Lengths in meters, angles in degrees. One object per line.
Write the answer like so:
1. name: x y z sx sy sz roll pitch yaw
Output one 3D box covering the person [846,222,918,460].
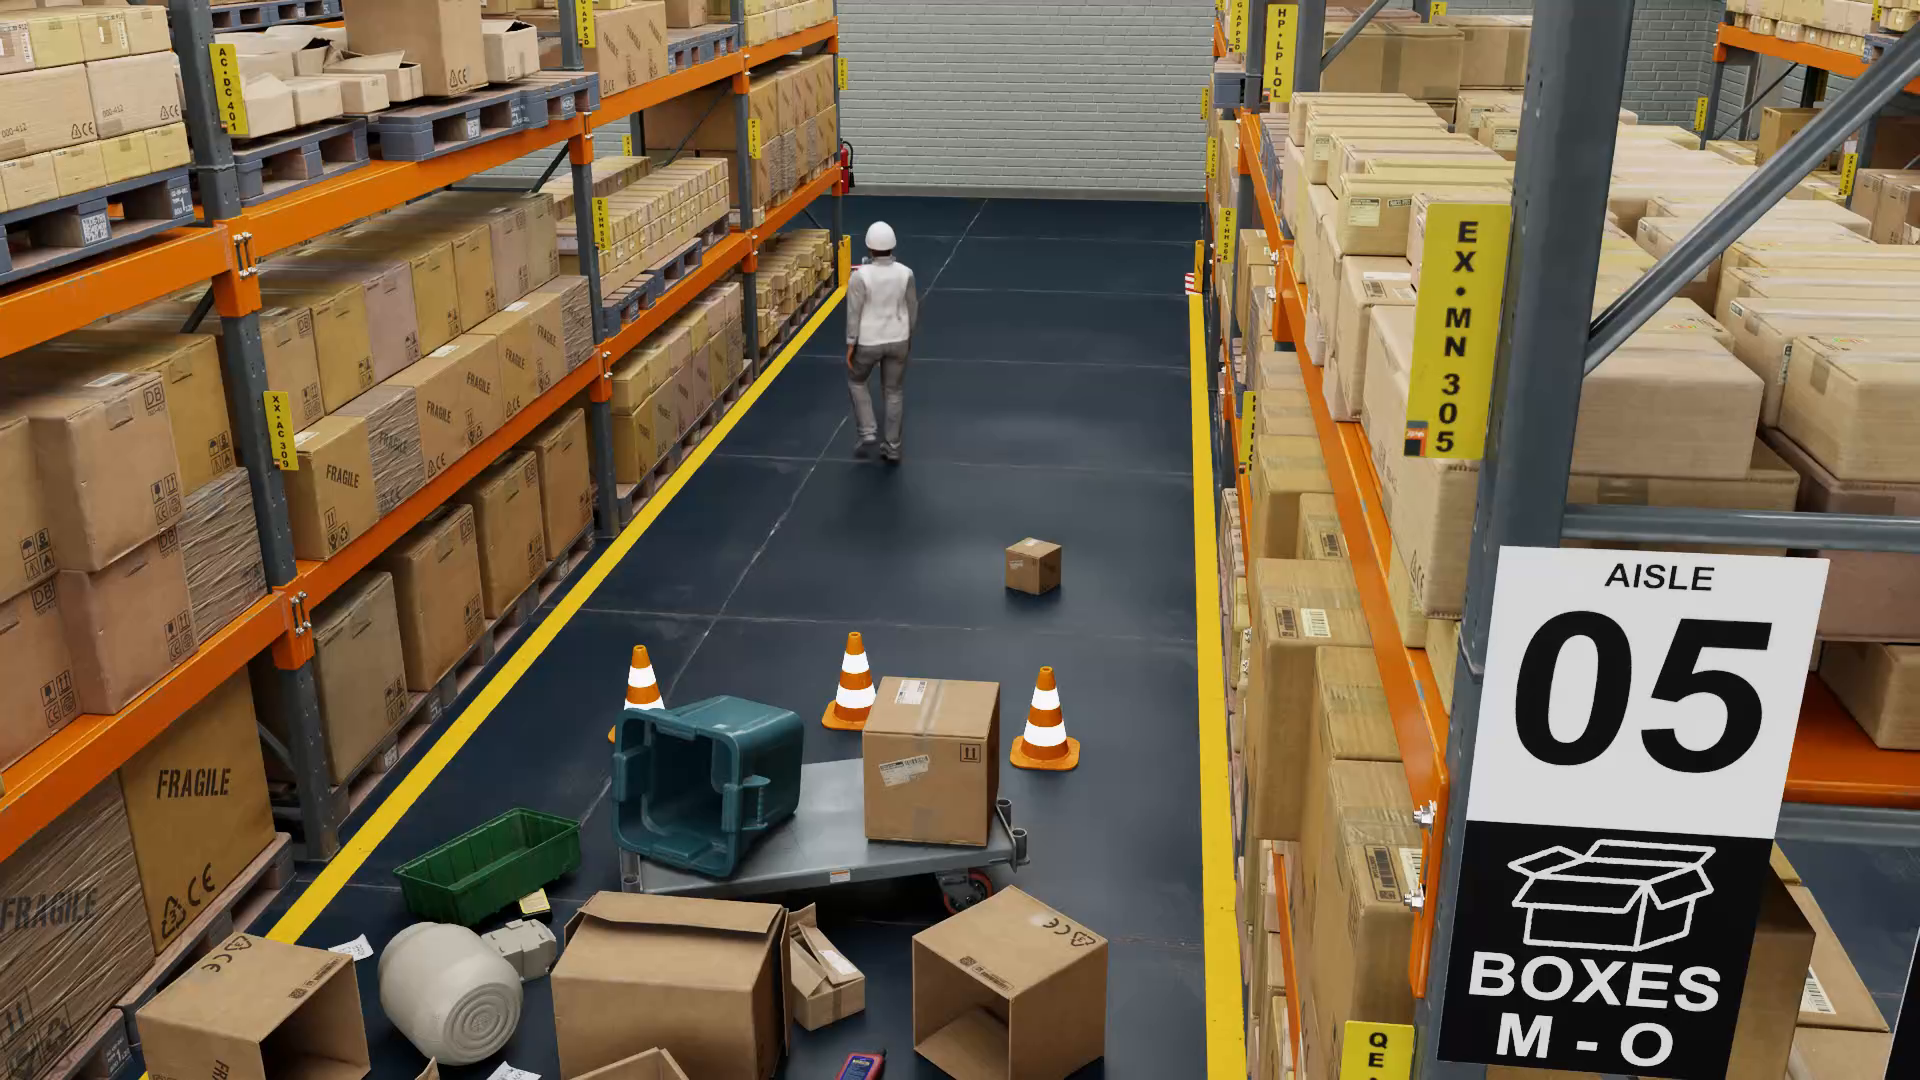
1. person: -0.596 -1.463 12.362 0.577 1.821 0.542 -6 22 -16
